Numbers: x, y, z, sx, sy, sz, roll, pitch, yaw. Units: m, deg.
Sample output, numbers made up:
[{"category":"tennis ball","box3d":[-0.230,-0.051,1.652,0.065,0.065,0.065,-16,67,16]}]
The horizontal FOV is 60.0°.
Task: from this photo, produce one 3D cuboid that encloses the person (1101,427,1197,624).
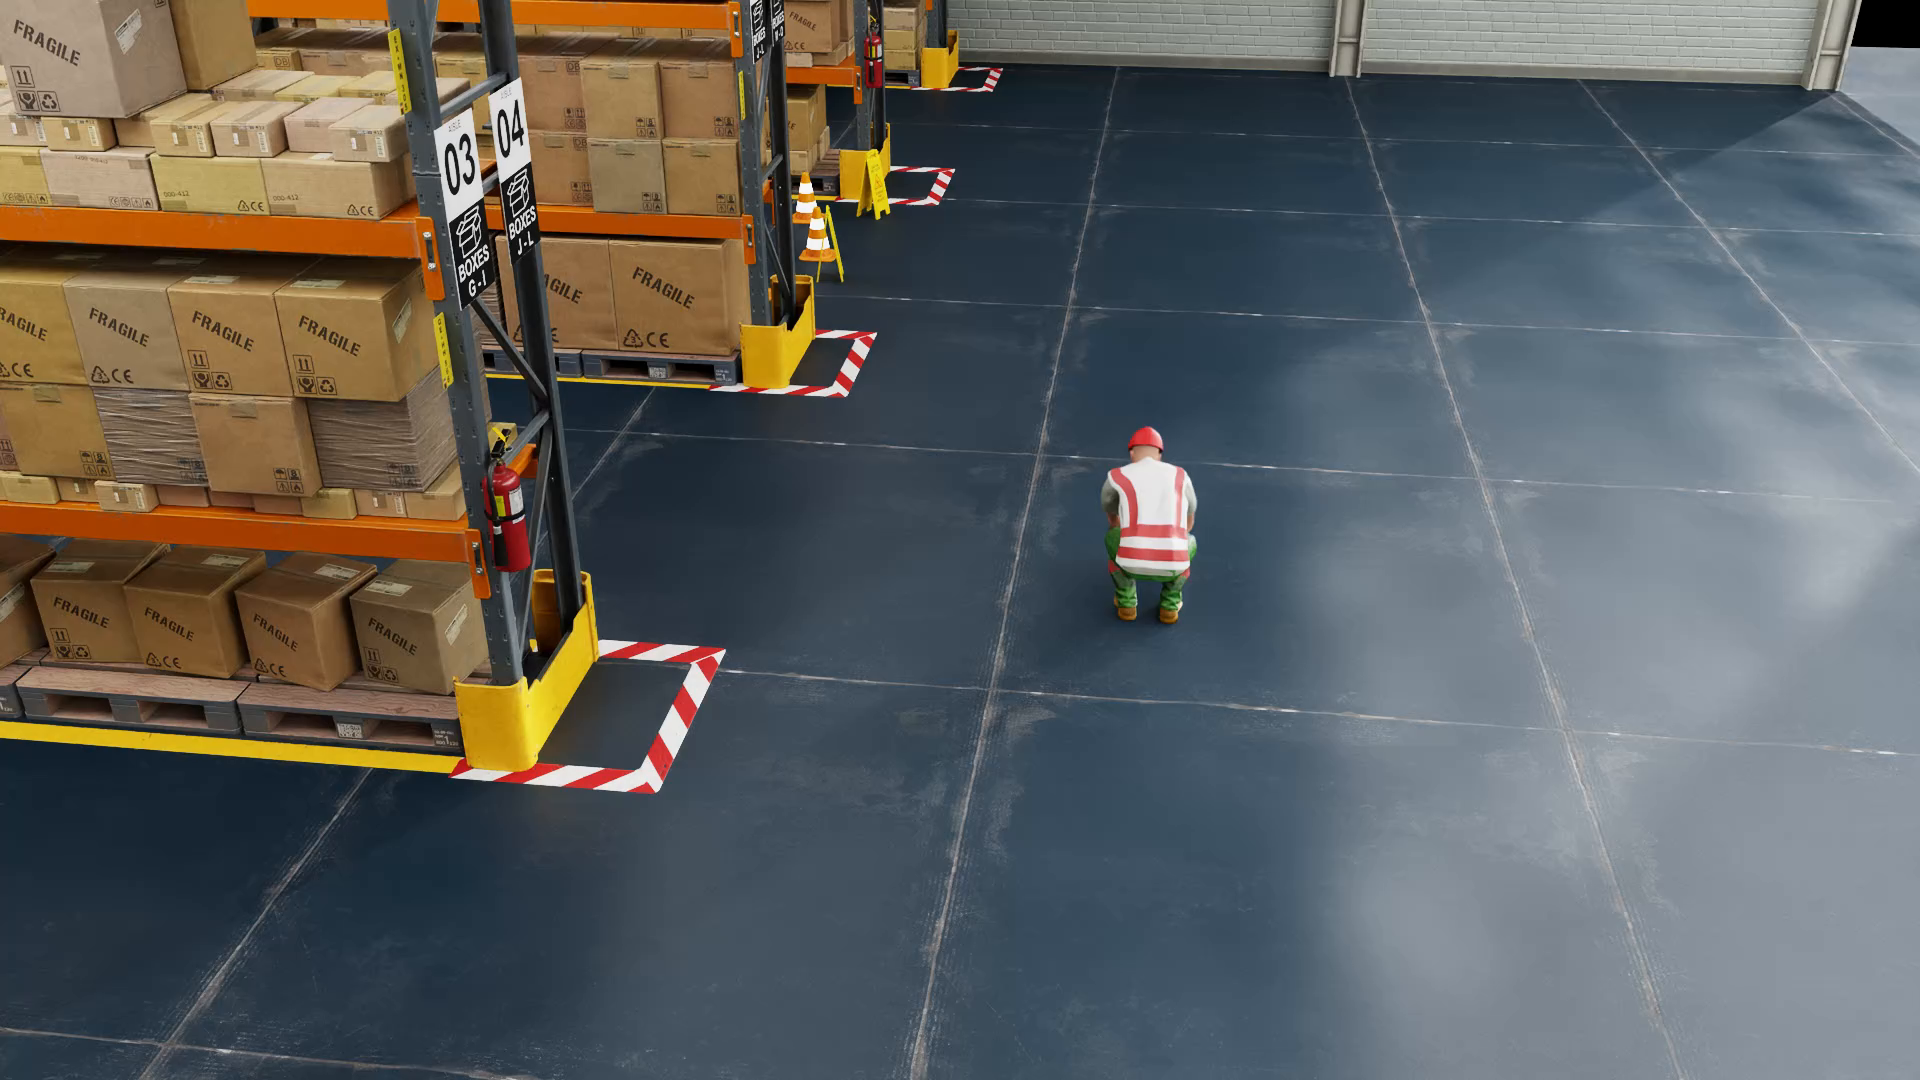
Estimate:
[{"category":"person","box3d":[1.089,-0.081,9.602,0.570,0.991,0.875,3,28,6]}]
